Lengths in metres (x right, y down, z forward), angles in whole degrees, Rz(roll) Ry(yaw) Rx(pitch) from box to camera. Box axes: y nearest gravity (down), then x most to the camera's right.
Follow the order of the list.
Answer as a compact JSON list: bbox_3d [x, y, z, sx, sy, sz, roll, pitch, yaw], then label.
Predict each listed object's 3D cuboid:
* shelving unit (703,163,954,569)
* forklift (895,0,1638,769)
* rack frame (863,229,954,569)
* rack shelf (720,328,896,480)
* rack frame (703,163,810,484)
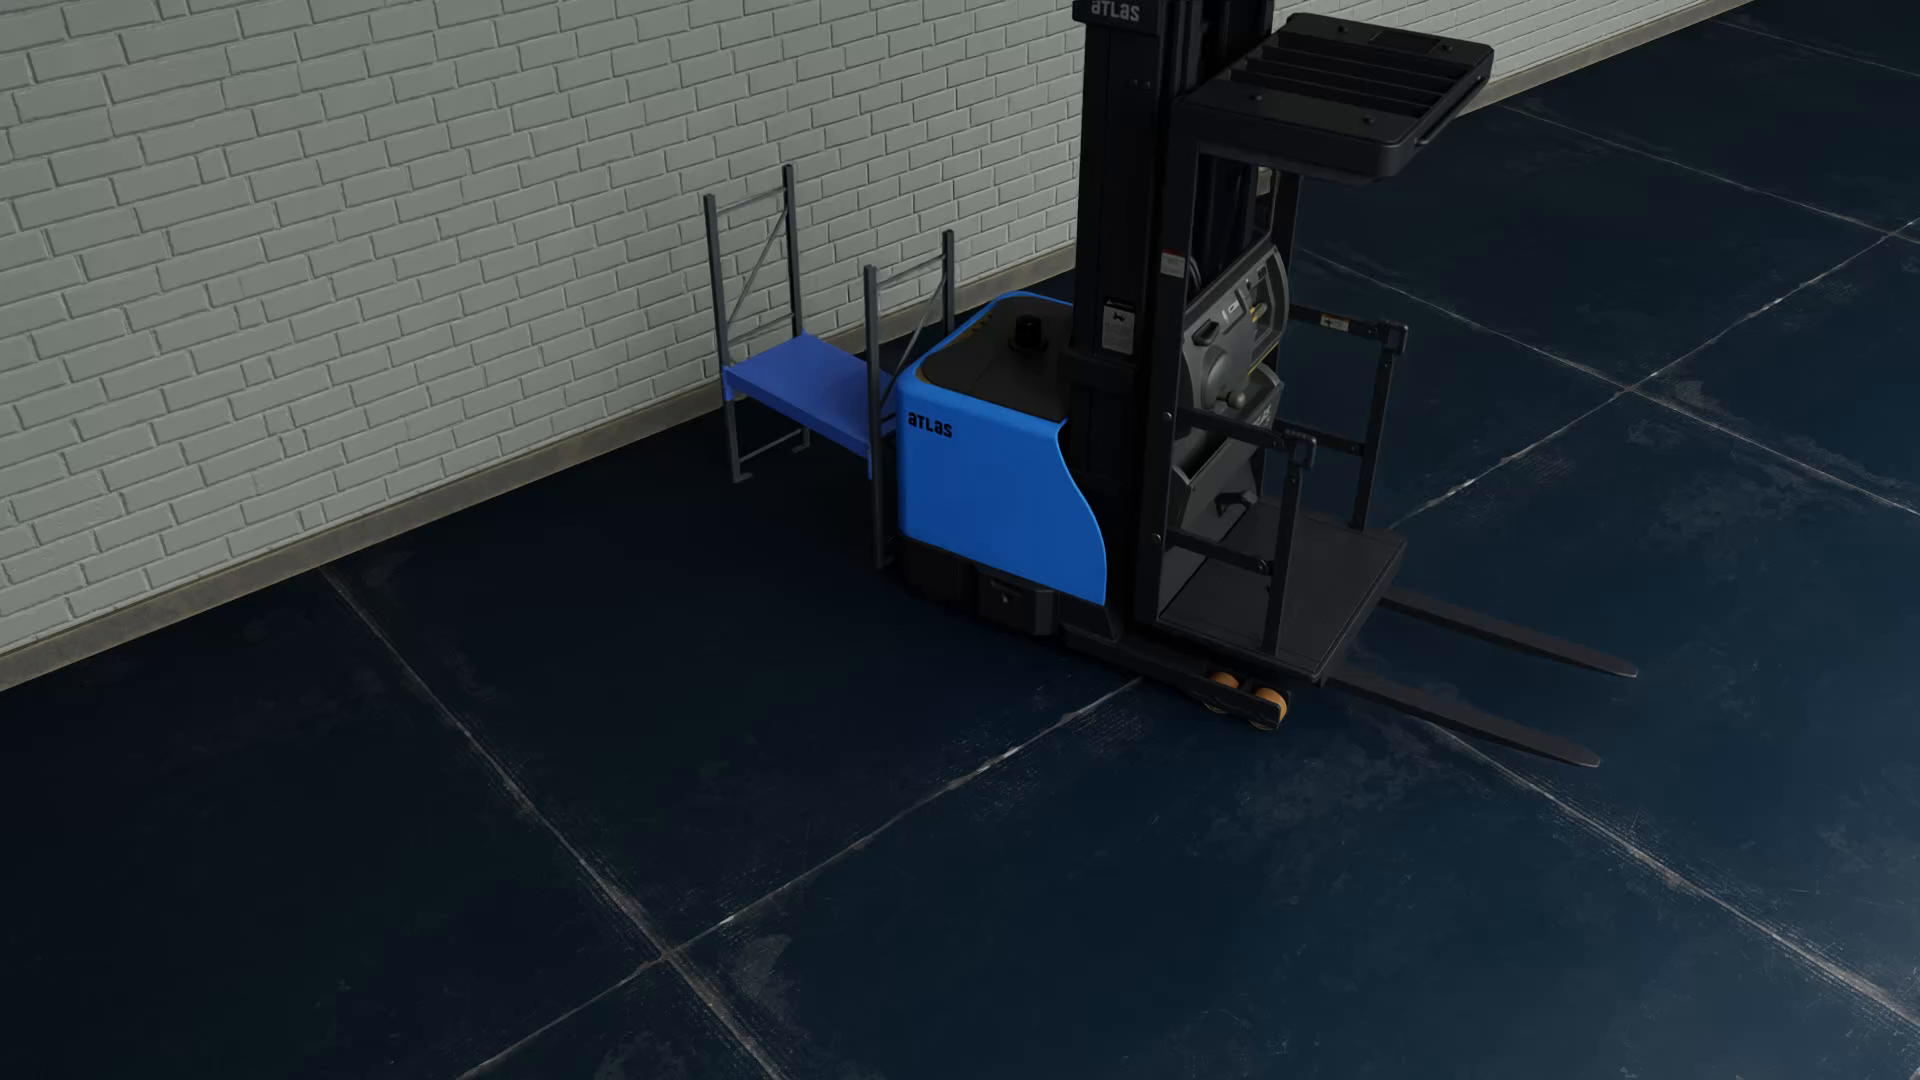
[{"bbox_3d":[-0.575,-0.792,7.570,1.048,1.500,0.538,29,44,34],"label":"shelving unit"},{"bbox_3d":[1.241,-0.787,6.325,3.031,2.935,1.130,19,40,25],"label":"forklift"},{"bbox_3d":[-0.207,-0.589,7.284,0.032,1.500,0.500,29,44,34],"label":"rack frame"},{"bbox_3d":[-0.575,-0.645,7.674,1.000,0.185,0.538,29,44,34],"label":"rack shelf"},{"bbox_3d":[-0.943,-0.994,7.857,0.032,1.500,0.500,29,44,34],"label":"rack frame"}]
